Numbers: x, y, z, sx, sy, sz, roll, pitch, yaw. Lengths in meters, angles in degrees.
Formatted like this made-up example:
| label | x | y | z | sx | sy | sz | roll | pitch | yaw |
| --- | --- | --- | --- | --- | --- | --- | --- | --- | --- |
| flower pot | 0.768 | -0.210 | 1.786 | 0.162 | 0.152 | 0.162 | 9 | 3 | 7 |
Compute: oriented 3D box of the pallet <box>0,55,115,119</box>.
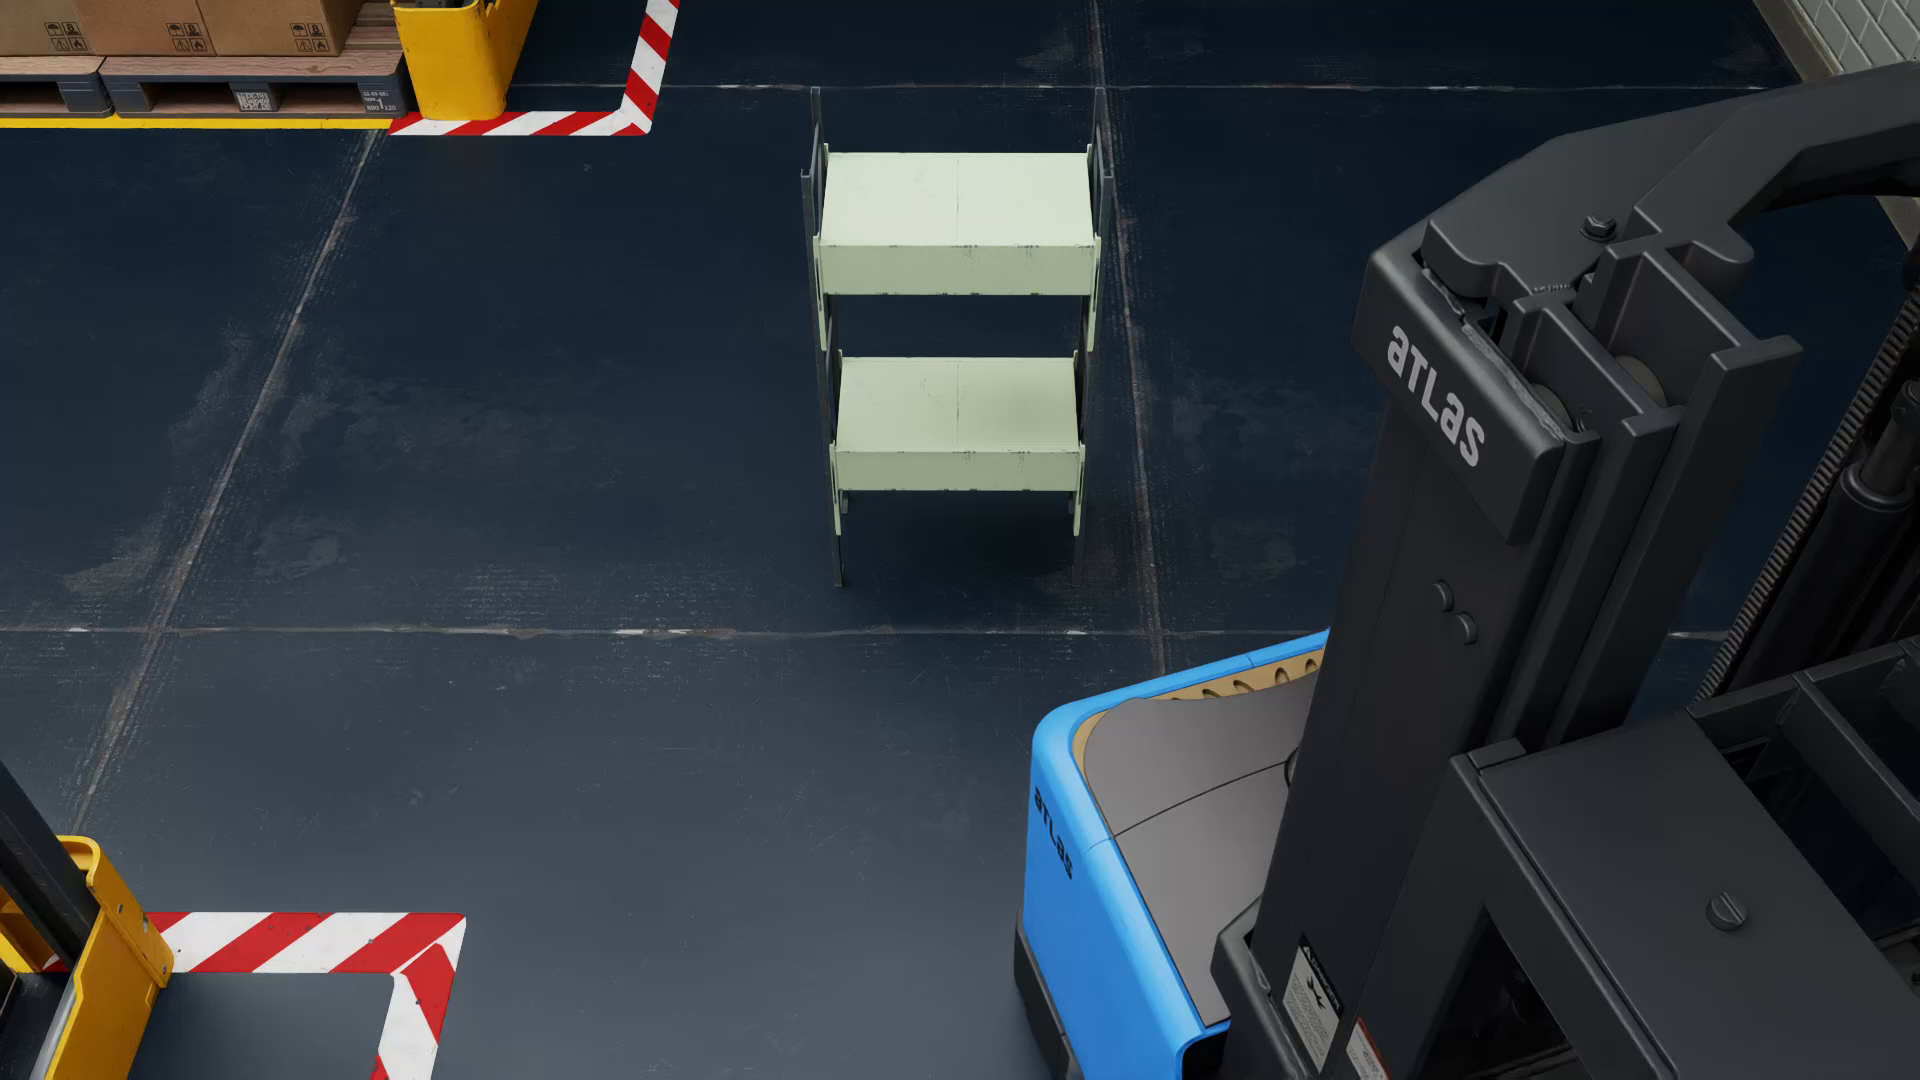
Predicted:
| label | x | y | z | sx | sy | sz | roll | pitch | yaw |
| --- | --- | --- | --- | --- | --- | --- | --- | --- | --- |
| pallet | -4.106 | -2.181 | 7.136 | 1.213 | 0.211 | 1.003 | 0 | 47 | 0 |

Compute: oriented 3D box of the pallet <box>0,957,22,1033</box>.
| label | x | y | z | sx | sy | sz | roll | pitch | yaw |
| --- | --- | --- | --- | --- | --- | --- | --- | --- | --- |
| pallet | -2.977 | 1.394 | 3.809 | 1.213 | 0.211 | 1.003 | 0 | 47 | 0 |

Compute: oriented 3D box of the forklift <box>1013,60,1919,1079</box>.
| label | x | y | z | sx | sy | sz | roll | pitch | yaw |
| --- | --- | --- | --- | --- | --- | --- | --- | --- | --- |
| forklift | 1.097 | 0.997 | 2.319 | 1.130 | 2.935 | 3.031 | -14 | 49 | -13 |

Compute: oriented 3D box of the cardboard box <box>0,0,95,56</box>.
| label | x | y | z | sx | sy | sz | roll | pitch | yaw |
| --- | --- | --- | --- | --- | --- | --- | --- | --- | --- |
| cardboard box | -3.793 | -2.403 | 6.858 | 0.500 | 0.500 | 0.700 | -1 | 47 | -1 |

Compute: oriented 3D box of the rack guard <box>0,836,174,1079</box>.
| label | x | y | z | sx | sy | sz | roll | pitch | yaw |
| --- | --- | --- | --- | --- | --- | --- | --- | --- | --- |
| rack guard | -2.180 | 1.297 | 3.702 | 0.348 | 0.500 | 1.175 | 0 | 47 | 0 |

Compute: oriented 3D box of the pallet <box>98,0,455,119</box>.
| label | x | y | z | sx | sy | sz | roll | pitch | yaw |
| --- | --- | --- | --- | --- | --- | --- | --- | --- | --- |
| pallet | -2.889 | -2.176 | 7.131 | 1.213 | 0.211 | 1.003 | 0 | 47 | 0 |

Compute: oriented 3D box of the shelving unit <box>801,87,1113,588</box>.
| label | x | y | z | sx | sy | sz | roll | pitch | yaw |
| --- | --- | --- | --- | --- | --- | --- | --- | --- | --- |
| shelving unit | -0.007 | -0.511 | 4.701 | 0.755 | 1.500 | 0.431 | 0 | 47 | 0 |

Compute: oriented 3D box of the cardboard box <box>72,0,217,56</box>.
| label | x | y | z | sx | sy | sz | roll | pitch | yaw |
| --- | --- | --- | --- | --- | --- | --- | --- | --- | --- |
| cardboard box | -3.290 | -2.402 | 6.858 | 0.500 | 0.500 | 0.700 | 0 | 47 | 0 |

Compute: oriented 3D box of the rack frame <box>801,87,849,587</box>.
| label | x | y | z | sx | sy | sz | roll | pitch | yaw |
| --- | --- | --- | --- | --- | --- | --- | --- | --- | --- |
| rack frame | -0.373 | -0.512 | 4.702 | 0.023 | 1.500 | 0.400 | 0 | 47 | 0 |

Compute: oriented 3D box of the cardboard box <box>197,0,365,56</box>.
| label | x | y | z | sx | sy | sz | roll | pitch | yaw |
| --- | --- | --- | --- | --- | --- | --- | --- | --- | --- |
| cardboard box | -2.789 | -2.401 | 6.856 | 0.500 | 0.500 | 0.700 | 0 | 47 | 0 |

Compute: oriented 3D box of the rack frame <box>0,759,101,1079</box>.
| label | x | y | z | sx | sy | sz | roll | pitch | yaw |
| --- | --- | --- | --- | --- | --- | --- | --- | --- | --- |
| rack frame | -2.104 | 0.445 | 2.786 | 0.127 | 3.000 | 1.000 | 0 | 47 | 0 |

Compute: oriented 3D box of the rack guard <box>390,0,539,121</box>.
| label | x | y | z | sx | sy | sz | roll | pitch | yaw |
| --- | --- | --- | --- | --- | --- | --- | --- | --- | --- |
| rack guard | -2.065 | -2.329 | 7.076 | 0.348 | 0.500 | 1.175 | 0 | 47 | 0 |

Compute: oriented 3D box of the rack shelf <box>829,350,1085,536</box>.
| label | x | y | z | sx | sy | sz | roll | pitch | yaw |
| --- | --- | --- | --- | --- | --- | --- | --- | --- | --- |
| rack shelf | -0.007 | -0.289 | 4.940 | 0.720 | 0.370 | 0.431 | 0 | 47 | 0 |

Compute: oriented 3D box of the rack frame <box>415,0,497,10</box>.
| label | x | y | z | sx | sy | sz | roll | pitch | yaw |
| --- | --- | --- | --- | --- | --- | --- | --- | --- | --- |
| rack frame | -2.089 | -3.181 | 6.161 | 0.127 | 3.000 | 1.000 | 0 | 47 | 0 |

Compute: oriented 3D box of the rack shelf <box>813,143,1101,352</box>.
| label | x | y | z | sx | sy | sz | roll | pitch | yaw |
| --- | --- | --- | --- | --- | --- | --- | --- | --- | --- |
| rack shelf | -0.007 | -0.777 | 4.415 | 0.720 | 0.370 | 0.431 | 0 | 47 | 0 |

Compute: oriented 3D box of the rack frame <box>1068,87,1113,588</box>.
| label | x | y | z | sx | sy | sz | roll | pitch | yaw |
| --- | --- | --- | --- | --- | --- | --- | --- | --- | --- |
| rack frame | 0.359 | -0.510 | 4.700 | 0.023 | 1.500 | 0.400 | 0 | 47 | 0 |
